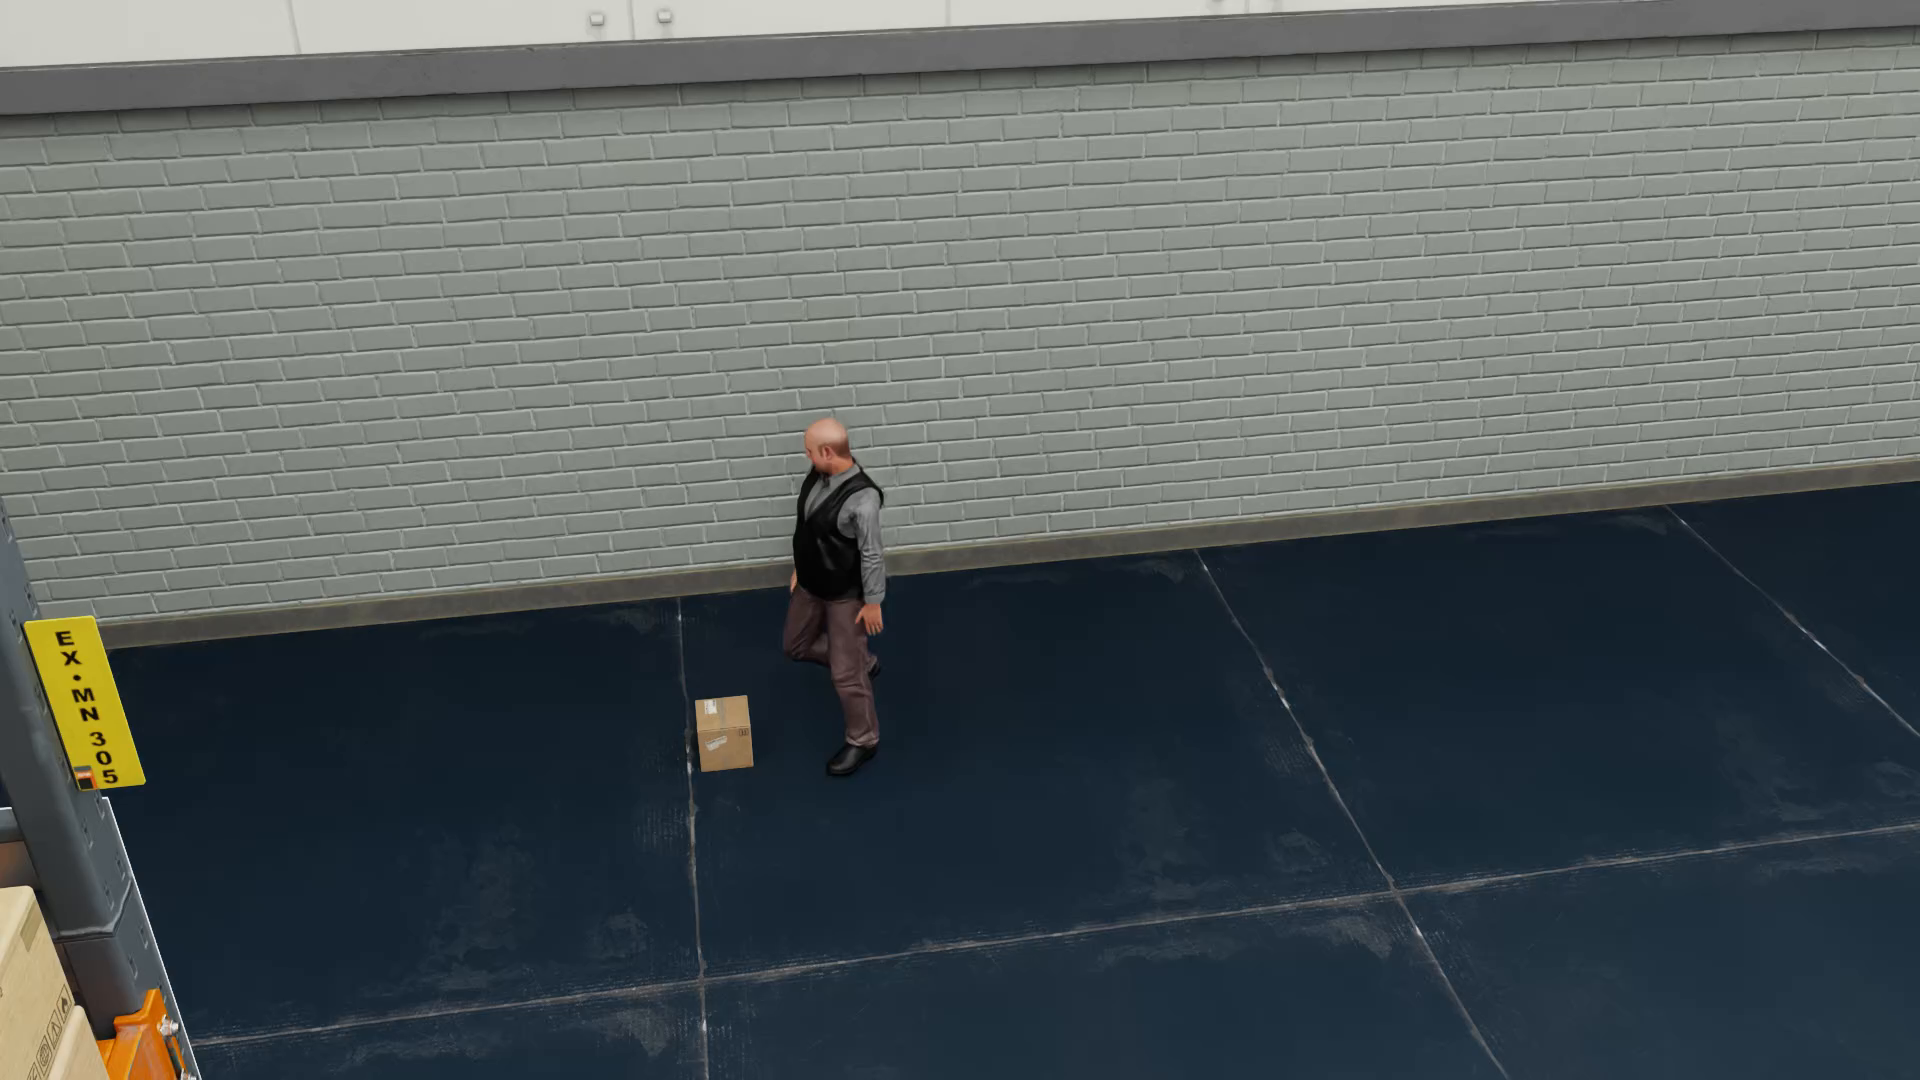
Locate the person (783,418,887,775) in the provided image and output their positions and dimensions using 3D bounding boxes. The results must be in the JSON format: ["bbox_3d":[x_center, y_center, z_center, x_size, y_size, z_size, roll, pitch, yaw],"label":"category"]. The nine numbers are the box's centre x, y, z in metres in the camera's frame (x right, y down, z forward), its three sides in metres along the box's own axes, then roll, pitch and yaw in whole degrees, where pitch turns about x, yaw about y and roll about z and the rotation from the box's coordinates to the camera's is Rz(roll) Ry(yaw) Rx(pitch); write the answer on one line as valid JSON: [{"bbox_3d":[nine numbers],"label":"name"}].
[{"bbox_3d":[-0.541,0.219,7.778,0.547,1.707,0.569,-21,36,-31],"label":"person"}]
